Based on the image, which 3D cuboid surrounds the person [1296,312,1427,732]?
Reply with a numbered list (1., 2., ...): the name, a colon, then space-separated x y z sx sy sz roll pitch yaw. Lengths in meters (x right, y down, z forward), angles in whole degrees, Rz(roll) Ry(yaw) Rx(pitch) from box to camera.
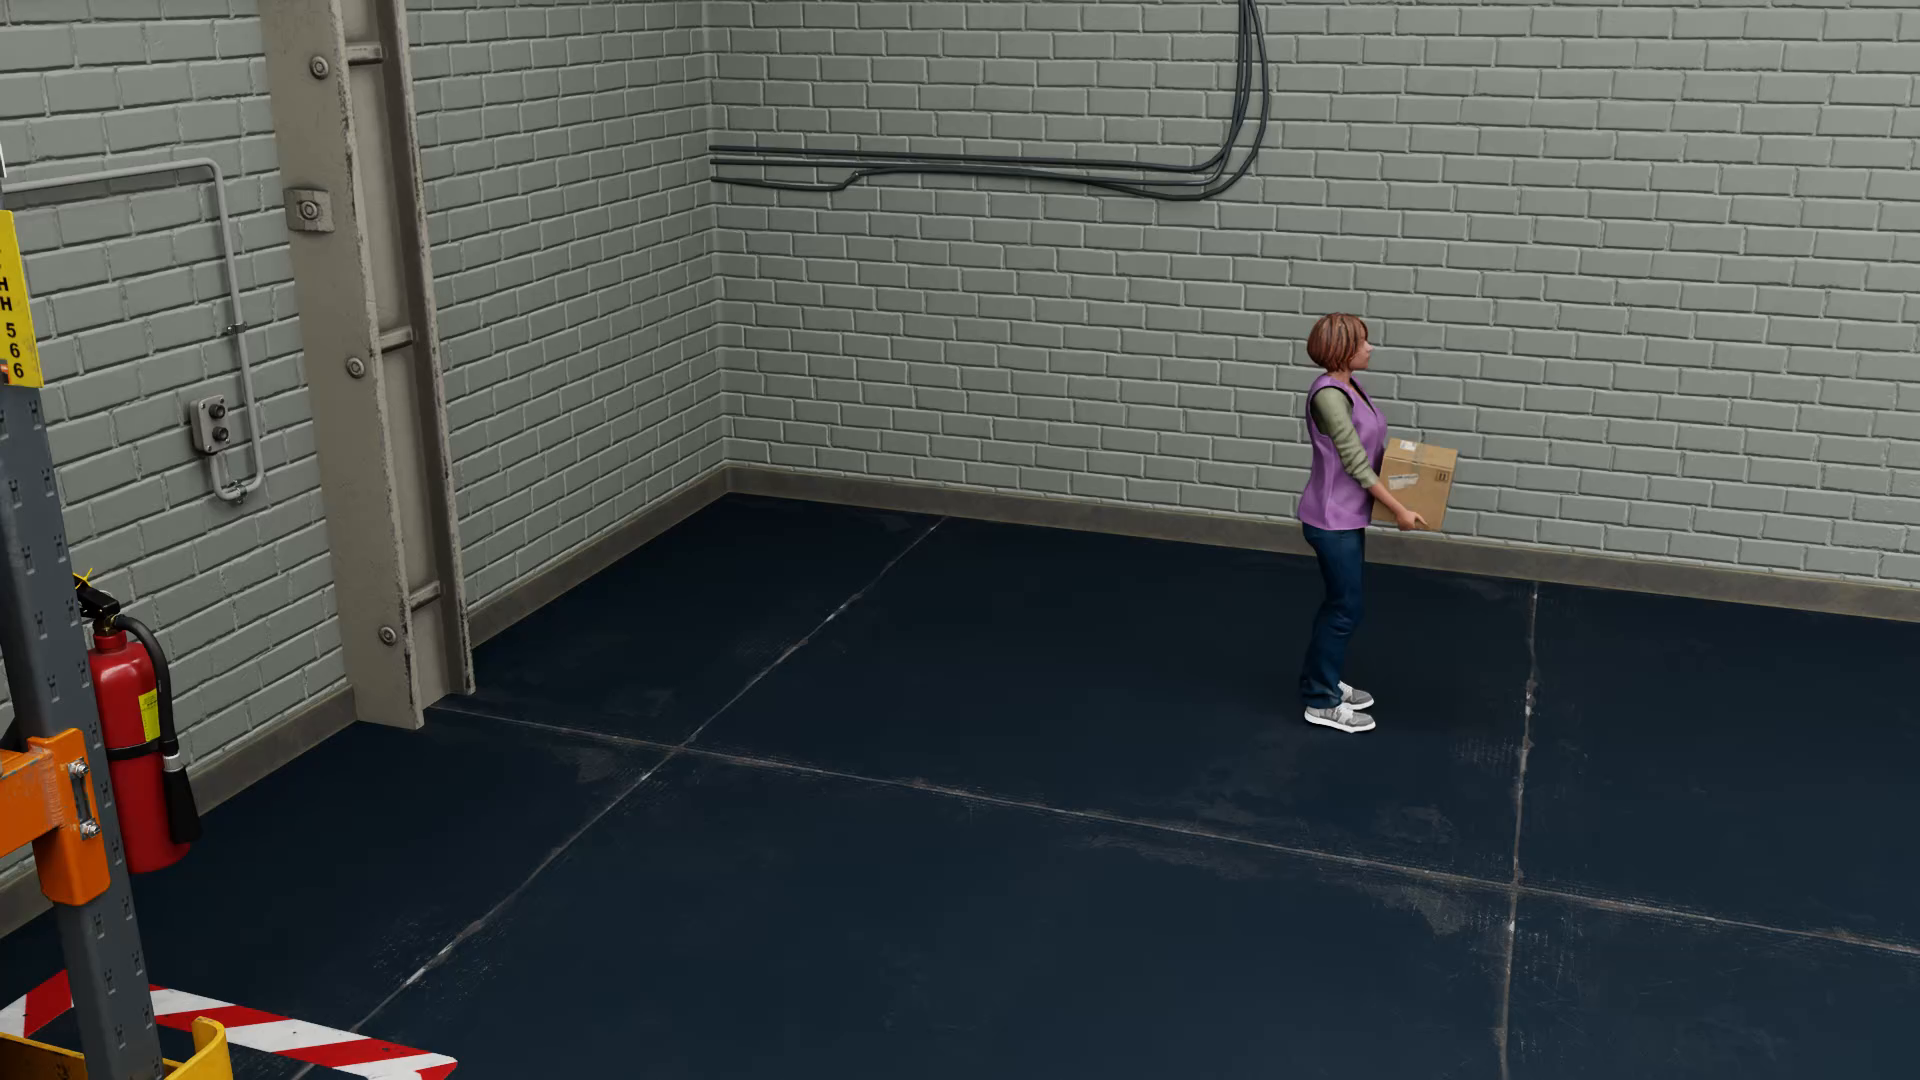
1. person: 1.512 -0.061 6.265 0.492 1.588 0.406 7 20 18
